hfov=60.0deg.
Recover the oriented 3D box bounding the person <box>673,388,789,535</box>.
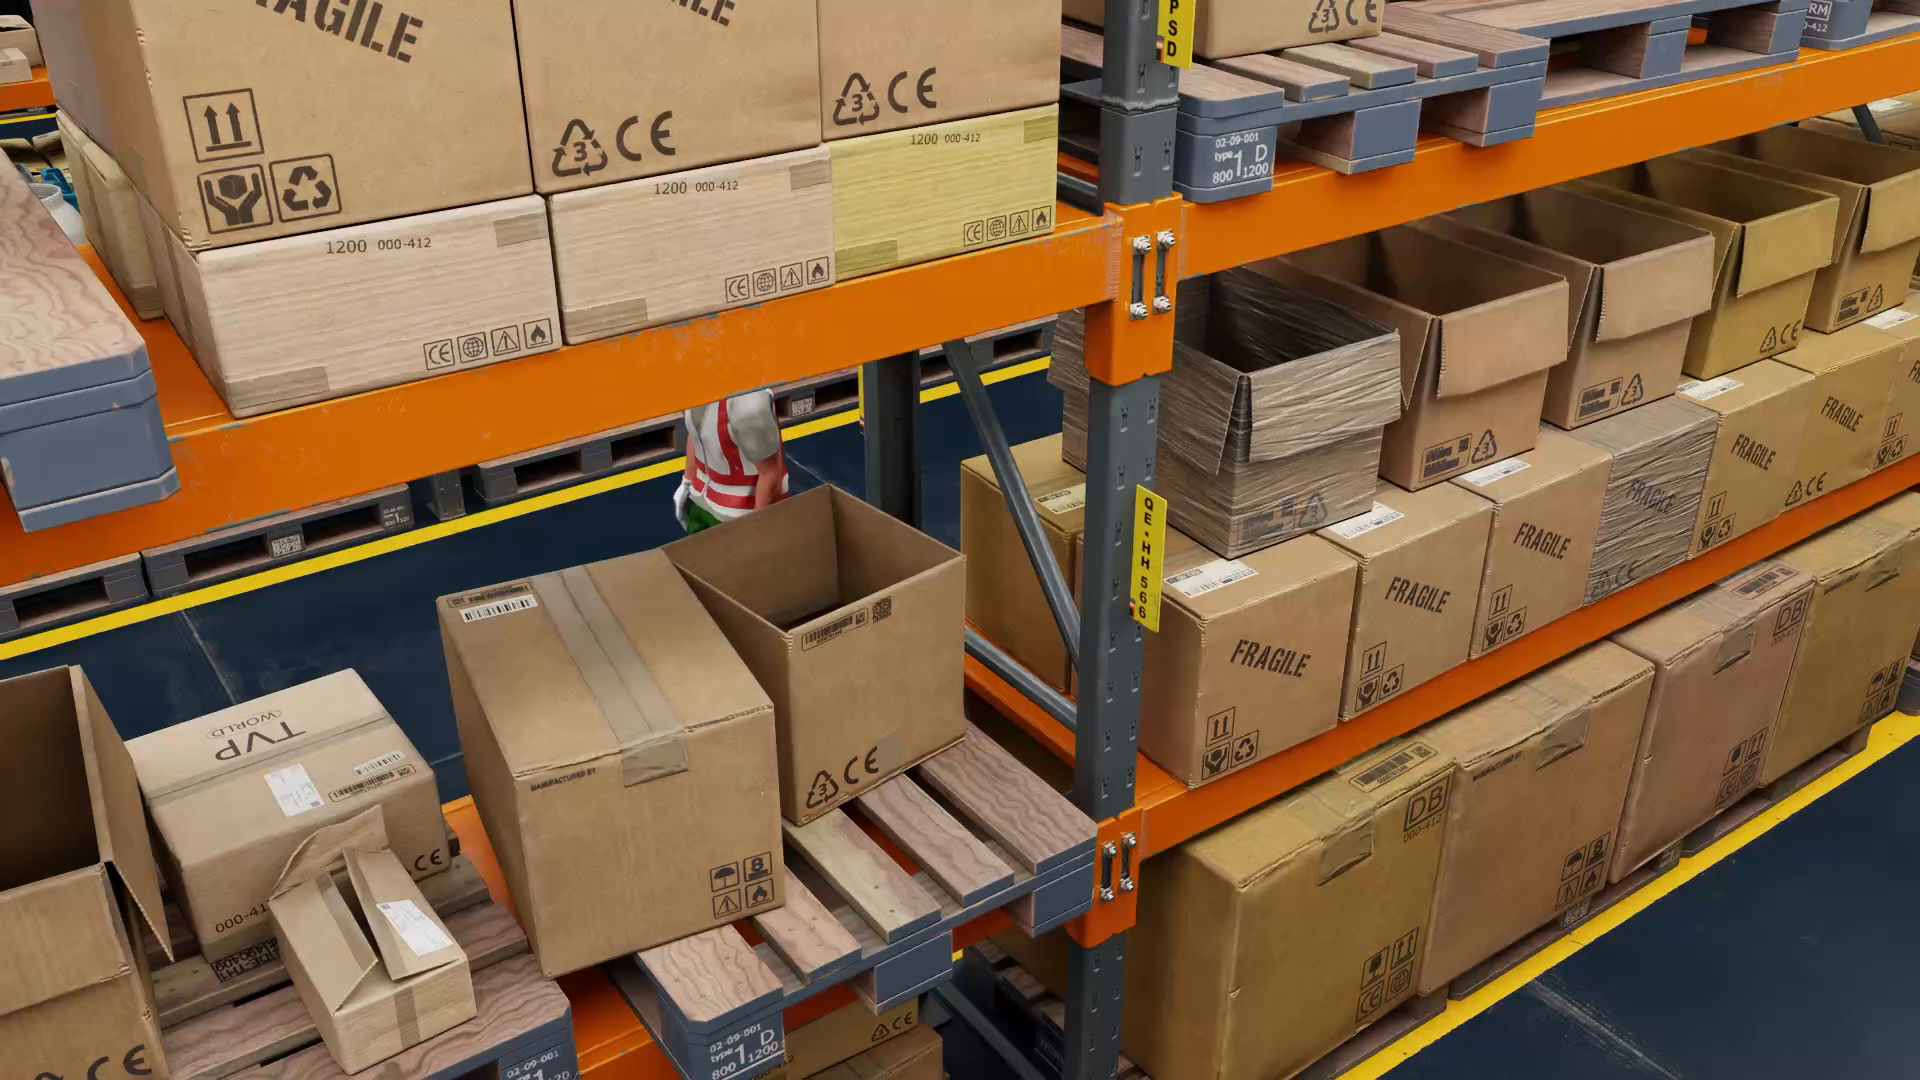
[{"bbox_3d":[-0.889,-0.096,6.287,0.450,1.778,0.597,-20,34,-33],"label":"person"}]
